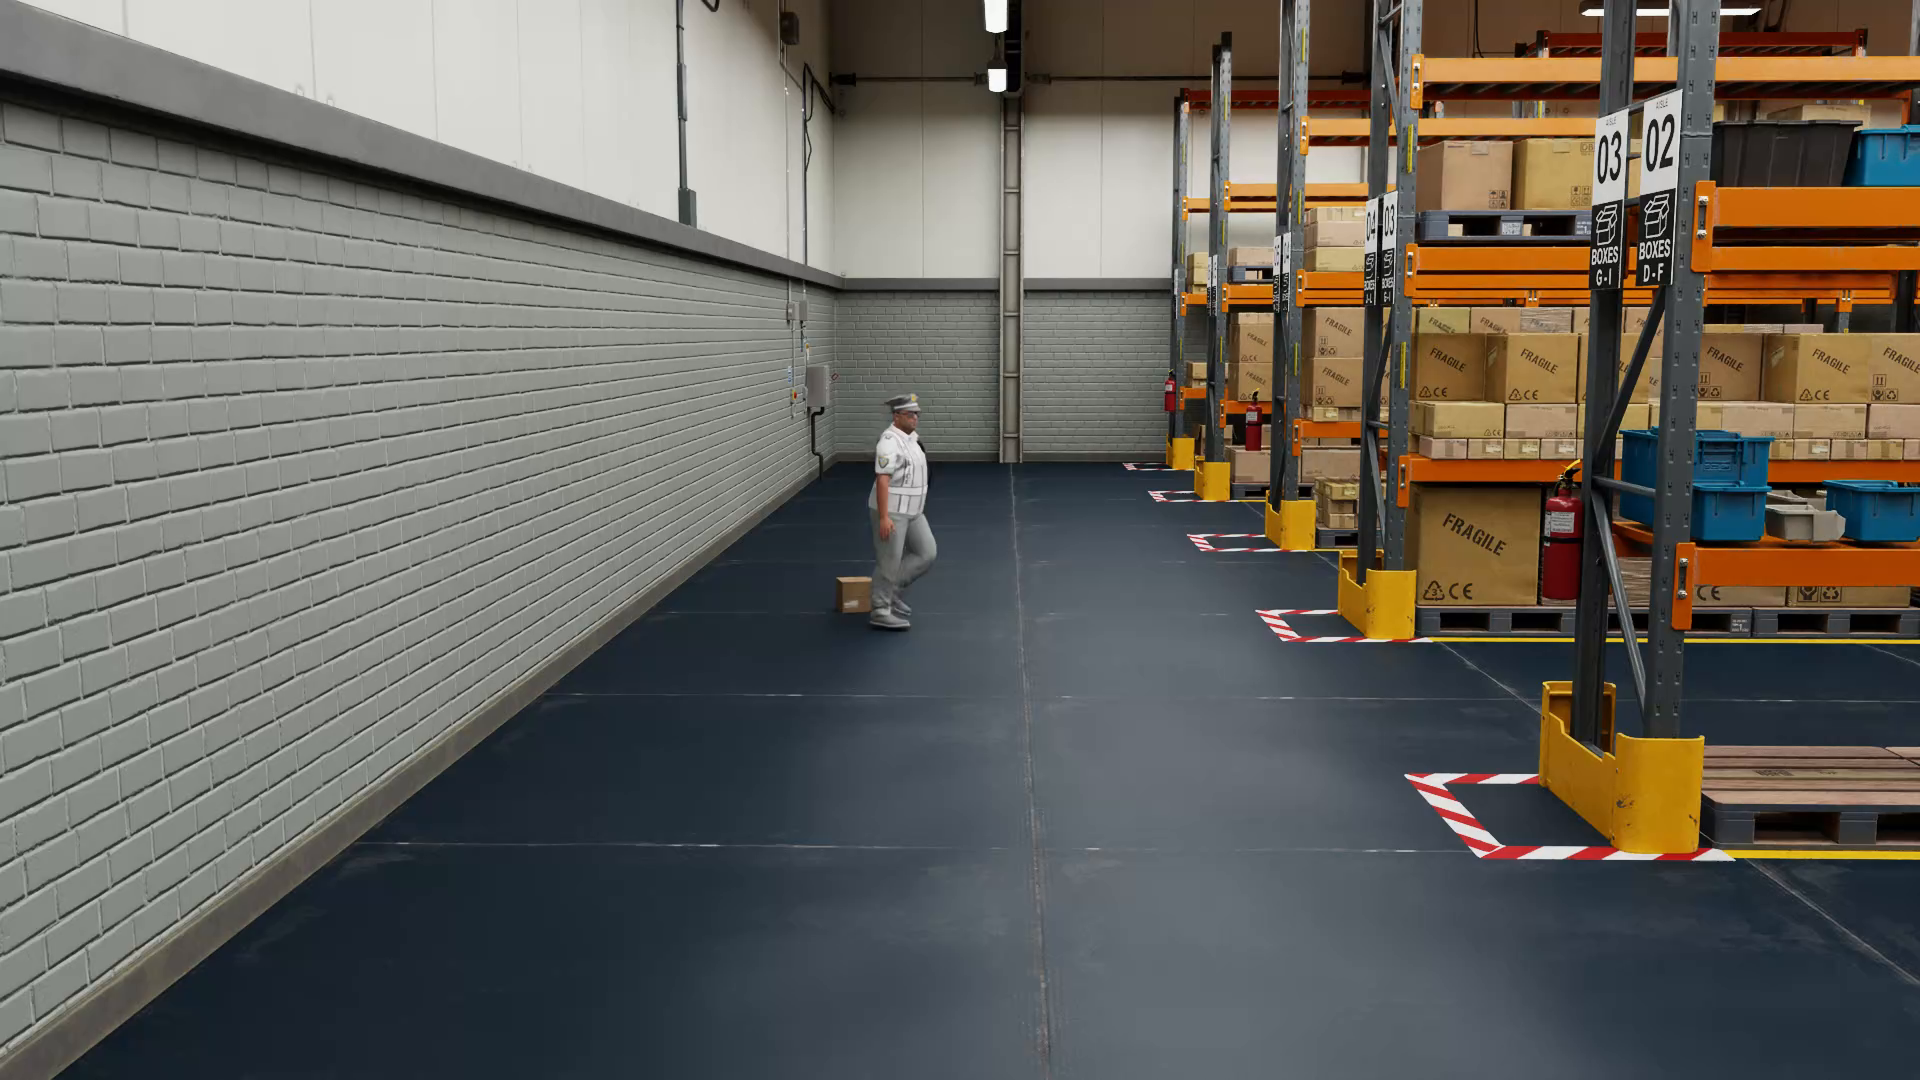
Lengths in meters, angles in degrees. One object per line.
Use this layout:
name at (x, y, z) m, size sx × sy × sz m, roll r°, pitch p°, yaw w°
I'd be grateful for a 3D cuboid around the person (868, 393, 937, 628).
person at (-0.467, -0.218, 12.320) m, size 0.484 × 1.748 × 0.596 m, roll 3°, pitch 8°, yaw 25°
